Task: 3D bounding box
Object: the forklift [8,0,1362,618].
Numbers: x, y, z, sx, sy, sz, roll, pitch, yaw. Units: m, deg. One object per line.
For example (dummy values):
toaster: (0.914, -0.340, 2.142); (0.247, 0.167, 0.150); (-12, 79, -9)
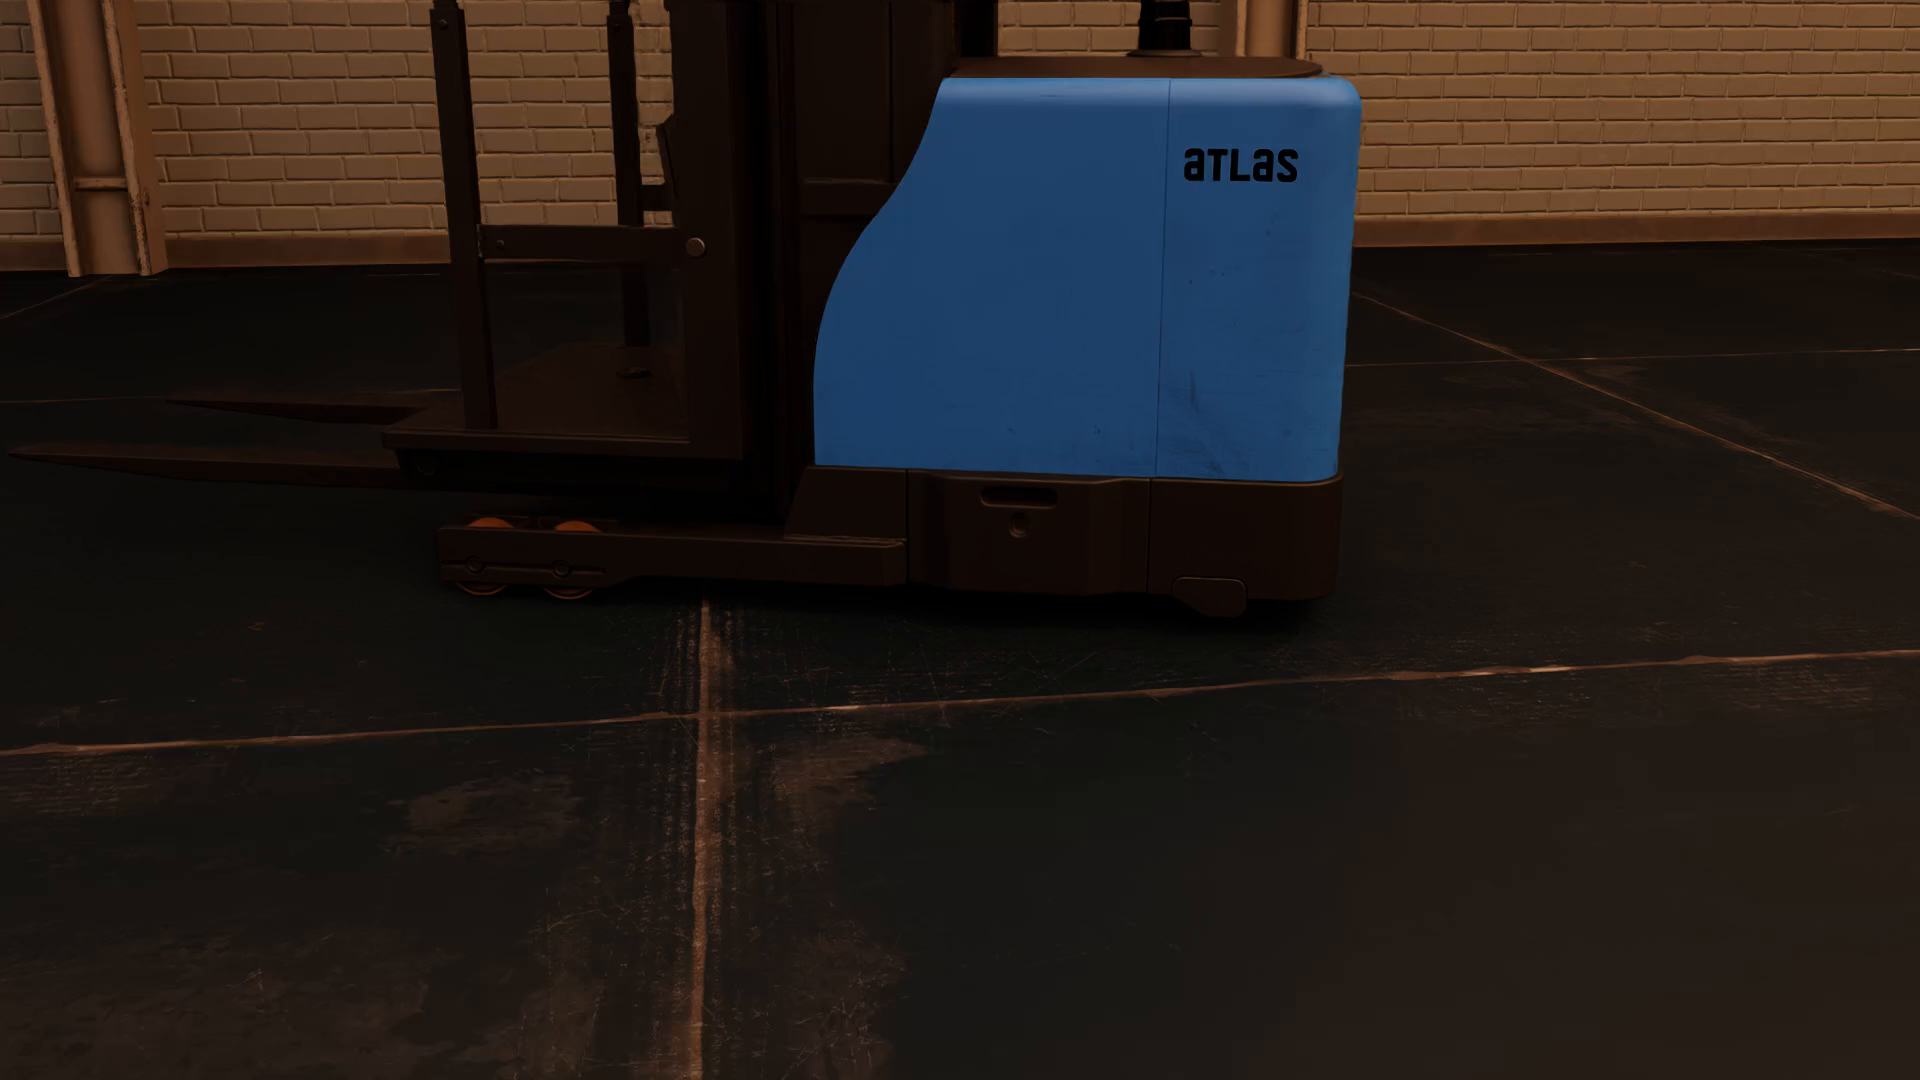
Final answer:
forklift: (-0.669, -1.423, 3.607); (3.031, 2.935, 1.130); (2, 17, 8)
